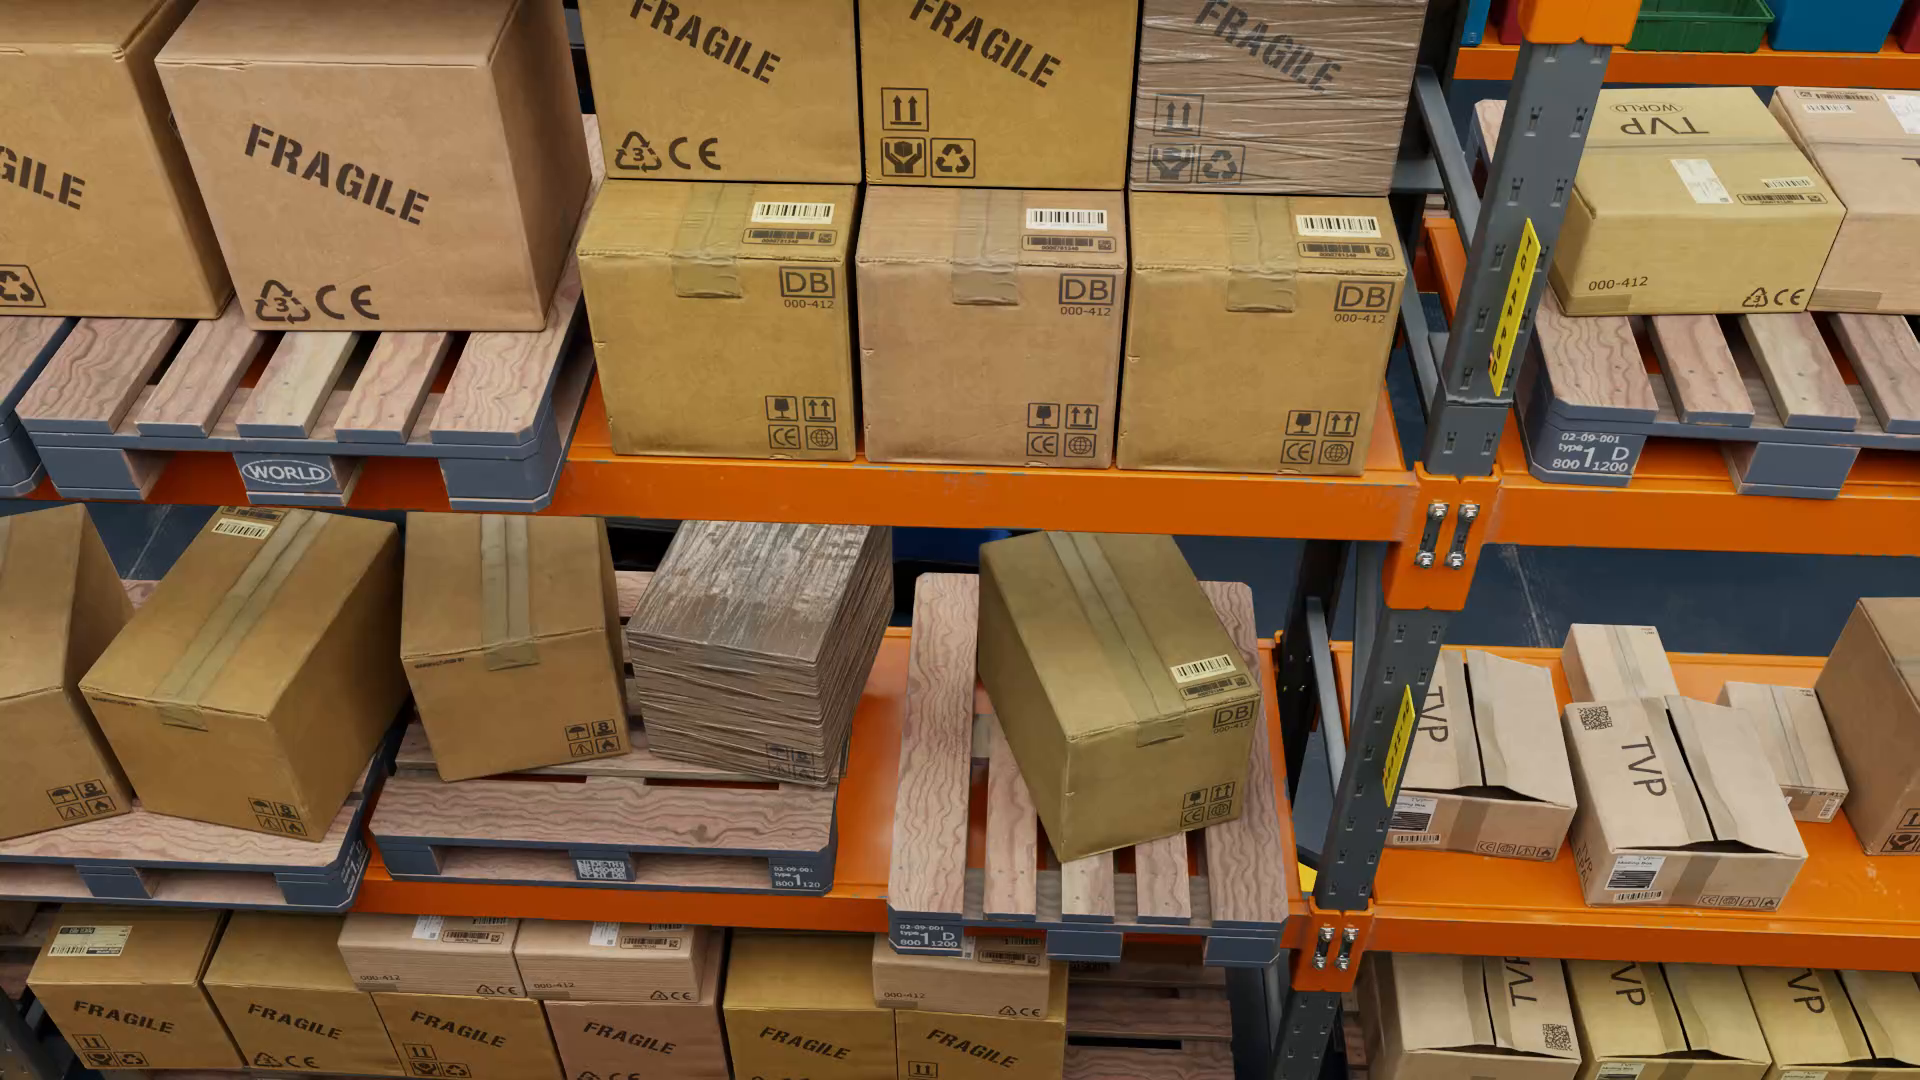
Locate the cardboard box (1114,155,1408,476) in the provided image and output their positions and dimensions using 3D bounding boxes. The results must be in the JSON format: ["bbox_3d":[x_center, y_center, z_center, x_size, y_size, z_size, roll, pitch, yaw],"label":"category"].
[{"bbox_3d":[0.586,-0.624,3.531,0.500,0.500,0.910,2,43,2],"label":"cardboard box"}]

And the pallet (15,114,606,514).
[{"bbox_3d":[-1.288,-0.554,3.666,1.003,0.211,1.213,2,43,2],"label":"pallet"}]

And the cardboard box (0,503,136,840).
[{"bbox_3d":[-2.509,0.354,4.373,0.500,0.500,0.700,-12,44,-12],"label":"cardboard box"}]

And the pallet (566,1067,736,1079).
[{"bbox_3d":[-0.936,1.433,5.643,1.213,0.211,1.003,2,43,2],"label":"pallet"}]

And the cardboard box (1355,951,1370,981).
[{"bbox_3d":[1.560,1.203,5.553,0.500,0.250,0.500,3,43,3],"label":"cardboard box"}]

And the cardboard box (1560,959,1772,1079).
[{"bbox_3d":[2.059,1.374,4.957,0.500,0.311,0.500,1,43,1],"label":"cardboard box"}]

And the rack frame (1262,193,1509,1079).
[{"bbox_3d":[1.024,0.500,4.598,0.127,3.000,1.000,2,43,2],"label":"rack frame"}]

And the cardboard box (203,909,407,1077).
[{"bbox_3d":[-1.967,1.321,5.228,0.500,0.500,0.500,2,43,2],"label":"cardboard box"}]

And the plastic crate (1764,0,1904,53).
[{"bbox_3d":[4.130,-2.566,7.901,0.575,0.384,0.392,2,43,2],"label":"plastic crate"}]

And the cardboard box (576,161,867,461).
[{"bbox_3d":[-0.443,-0.656,3.565,0.500,0.500,0.910,2,43,2],"label":"cardboard box"}]

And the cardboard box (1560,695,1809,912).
[{"bbox_3d":[1.908,0.692,4.457,0.500,0.311,0.500,1,43,1],"label":"cardboard box"}]

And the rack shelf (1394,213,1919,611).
[{"bbox_3d":[3.022,-0.272,3.754,4.000,0.370,1.077,2,43,2],"label":"rack shelf"}]

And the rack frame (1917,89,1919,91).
[{"bbox_3d":[5.246,-2.750,8.086,0.127,3.000,1.000,2,43,2],"label":"rack frame"}]

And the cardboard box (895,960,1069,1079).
[{"bbox_3d":[0.079,1.385,5.159,0.500,0.500,0.500,3,43,4],"label":"cardboard box"}]

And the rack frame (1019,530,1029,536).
[{"bbox_3d":[0.279,-0.724,6.572,0.015,2.100,0.400,5,43,6],"label":"rack frame"}]

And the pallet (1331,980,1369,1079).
[{"bbox_3d":[1.844,1.573,5.492,1.213,0.211,1.003,2,43,2],"label":"pallet"}]

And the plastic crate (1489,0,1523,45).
[{"bbox_3d":[2.851,-2.638,7.919,0.583,0.464,0.402,2,43,2],"label":"plastic crate"}]

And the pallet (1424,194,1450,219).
[{"bbox_3d":[2.023,-1.802,9.115,1.213,0.211,1.003,2,43,2],"label":"pallet"}]

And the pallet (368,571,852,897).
[{"bbox_3d":[-0.919,0.514,4.724,1.213,0.211,1.003,2,43,2],"label":"pallet"}]

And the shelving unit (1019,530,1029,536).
[{"bbox_3d":[0.521,-0.701,6.548,0.503,2.100,0.431,5,43,6],"label":"shelving unit"}]

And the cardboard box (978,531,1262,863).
[{"bbox_3d":[0.390,0.368,4.359,0.500,0.500,0.700,-12,44,-12],"label":"cardboard box"}]

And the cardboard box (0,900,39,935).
[{"bbox_3d":[-3.382,1.040,5.668,0.500,0.311,0.500,2,43,2],"label":"cardboard box"}]

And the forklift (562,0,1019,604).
[{"bbox_3d":[-1.233,-1.219,6.494,3.031,2.935,1.130,5,43,6],"label":"forklift"}]

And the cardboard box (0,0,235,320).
[{"bbox_3d":[-1.804,-0.876,3.420,0.600,0.600,0.600,1,43,1],"label":"cardboard box"}]

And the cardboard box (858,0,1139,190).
[{"bbox_3d":[0.079,-1.033,3.236,0.500,0.500,0.500,2,43,2],"label":"cardboard box"}]

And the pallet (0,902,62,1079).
[{"bbox_3d":[-3.658,1.376,5.703,1.213,0.211,1.003,2,43,2],"label":"pallet"}]

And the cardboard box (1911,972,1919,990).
[{"bbox_3d":[3.082,1.407,4.922,0.500,0.311,0.500,1,43,1],"label":"cardboard box"}]

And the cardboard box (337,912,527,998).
[{"bbox_3d":[-1.501,1.068,4.949,0.500,0.250,0.500,2,43,2],"label":"cardboard box"}]

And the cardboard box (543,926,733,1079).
[{"bbox_3d":[-0.963,1.357,5.189,0.500,0.500,0.500,0,43,0],"label":"cardboard box"}]

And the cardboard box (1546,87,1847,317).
[{"bbox_3d":[1.480,-0.720,3.509,0.500,0.250,0.500,-1,43,-1],"label":"cardboard box"}]

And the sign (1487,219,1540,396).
[{"bbox_3d":[0.997,-0.417,3.002,0.005,0.325,0.100,2,43,2],"label":"sign"}]

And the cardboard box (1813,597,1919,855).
[{"bbox_3d":[2.701,0.504,4.520,0.500,0.500,0.500,0,43,0],"label":"cardboard box"}]

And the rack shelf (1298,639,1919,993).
[{"bbox_3d":[3.022,0.825,4.777,4.000,0.370,1.077,2,43,2],"label":"rack shelf"}]

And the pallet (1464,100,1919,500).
[{"bbox_3d":[1.706,-0.568,3.682,1.003,0.211,1.213,4,43,4],"label":"pallet"}]

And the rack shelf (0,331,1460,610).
[{"bbox_3d":[-0.974,-0.395,3.886,4.000,0.370,1.077,2,43,2],"label":"rack shelf"}]

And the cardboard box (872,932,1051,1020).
[{"bbox_3d":[0.022,1.112,4.902,0.500,0.250,0.500,3,43,4],"label":"cardboard box"}]

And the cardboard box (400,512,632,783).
[{"bbox_3d":[-1.205,0.200,4.539,0.500,0.500,0.700,-8,44,-9],"label":"cardboard box"}]
